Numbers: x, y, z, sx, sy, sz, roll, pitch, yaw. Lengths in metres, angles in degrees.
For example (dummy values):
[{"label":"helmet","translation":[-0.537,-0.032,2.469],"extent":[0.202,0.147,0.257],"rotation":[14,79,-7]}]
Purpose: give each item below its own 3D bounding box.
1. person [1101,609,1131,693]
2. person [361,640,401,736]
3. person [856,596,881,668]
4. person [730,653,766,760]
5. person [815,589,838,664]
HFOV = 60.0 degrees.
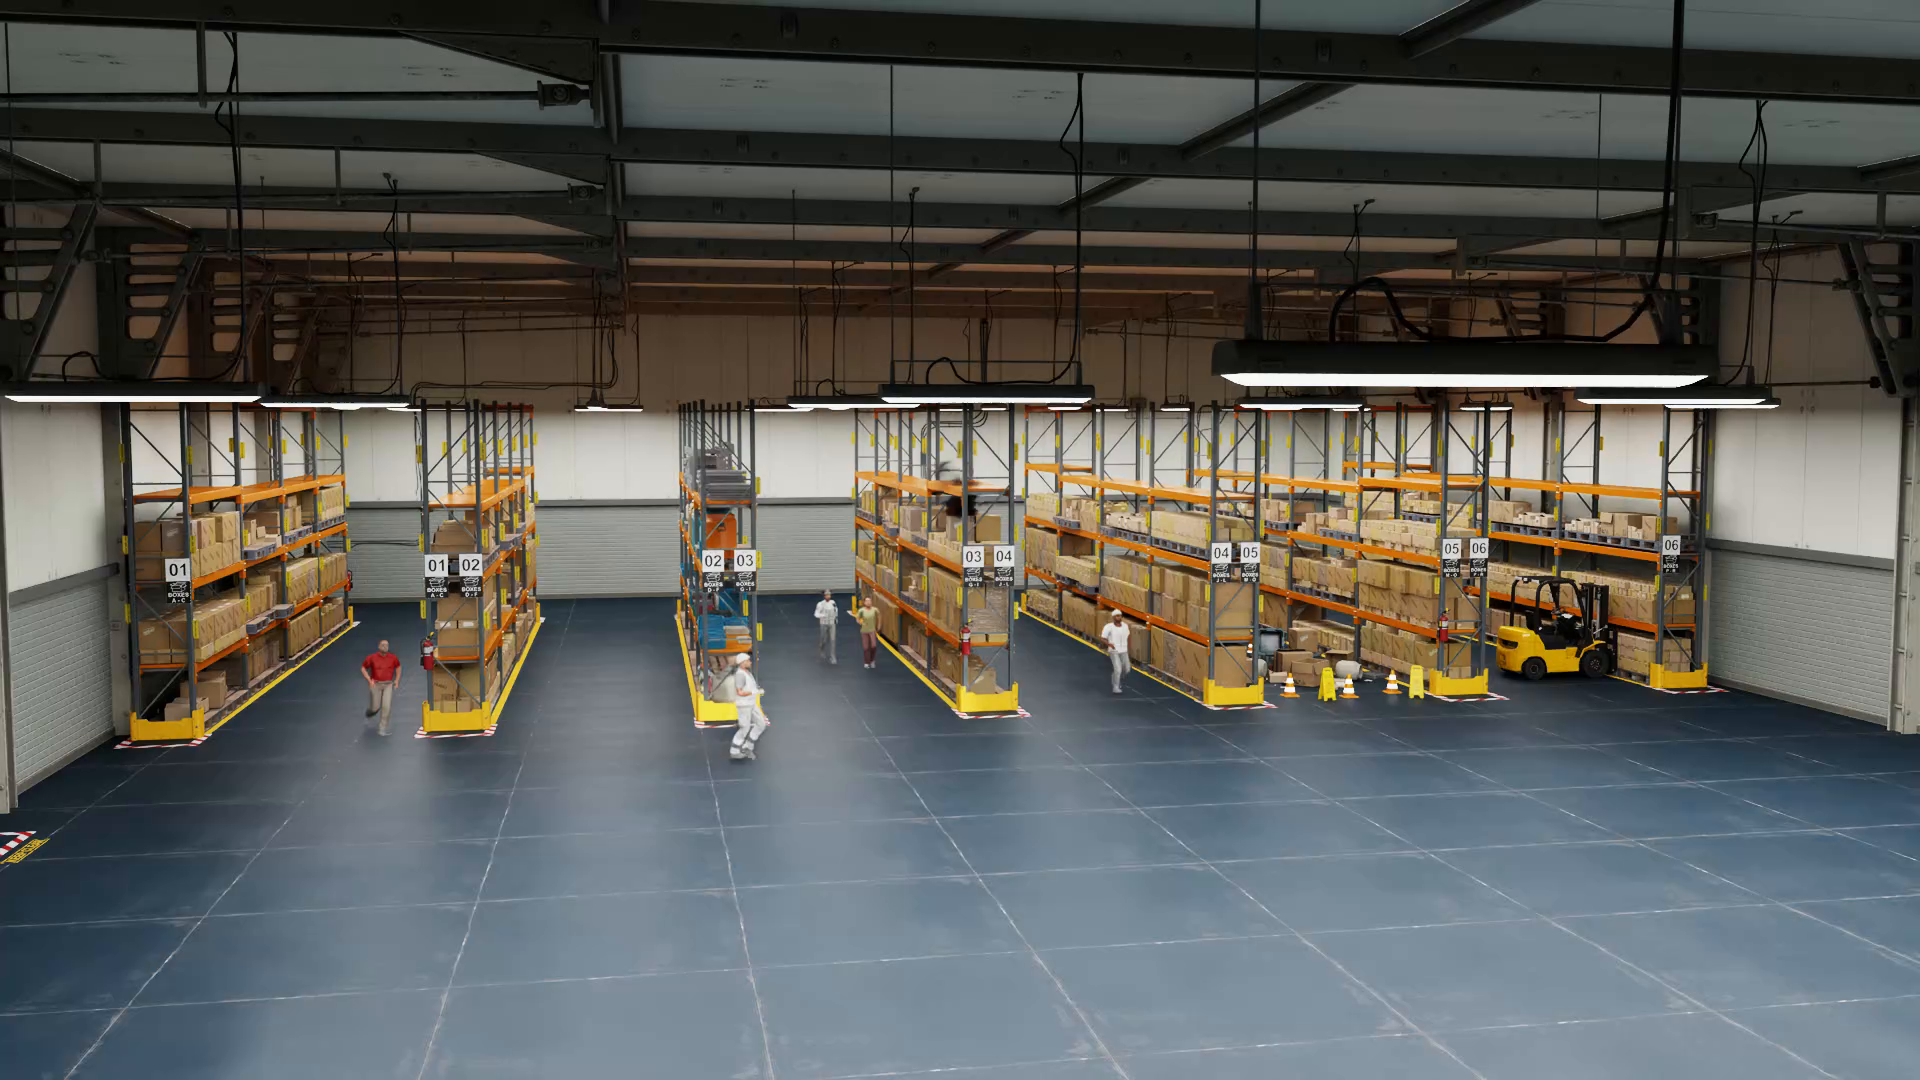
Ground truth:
[{"label":"person","translation":[3.245,2.285,34.164],"extent":[0.695,1.719,0.601],"rotation":[-2,5,-23]},{"label":"person","translation":[-10.398,2.655,29.925],"extent":[0.700,1.734,0.679],"rotation":[-3,5,-35]},{"label":"person","translation":[-2.036,2.075,37.348],"extent":[0.596,1.643,0.609],"rotation":[-1,4,-10]},{"label":"person","translation":[-3.492,2.763,27.484],"extent":[0.661,1.800,0.613],"rotation":[1,4,16]},{"label":"person","translation":[-3.051,1.969,38.296],"extent":[0.612,1.698,0.920],"rotation":[-2,5,-21]}]
